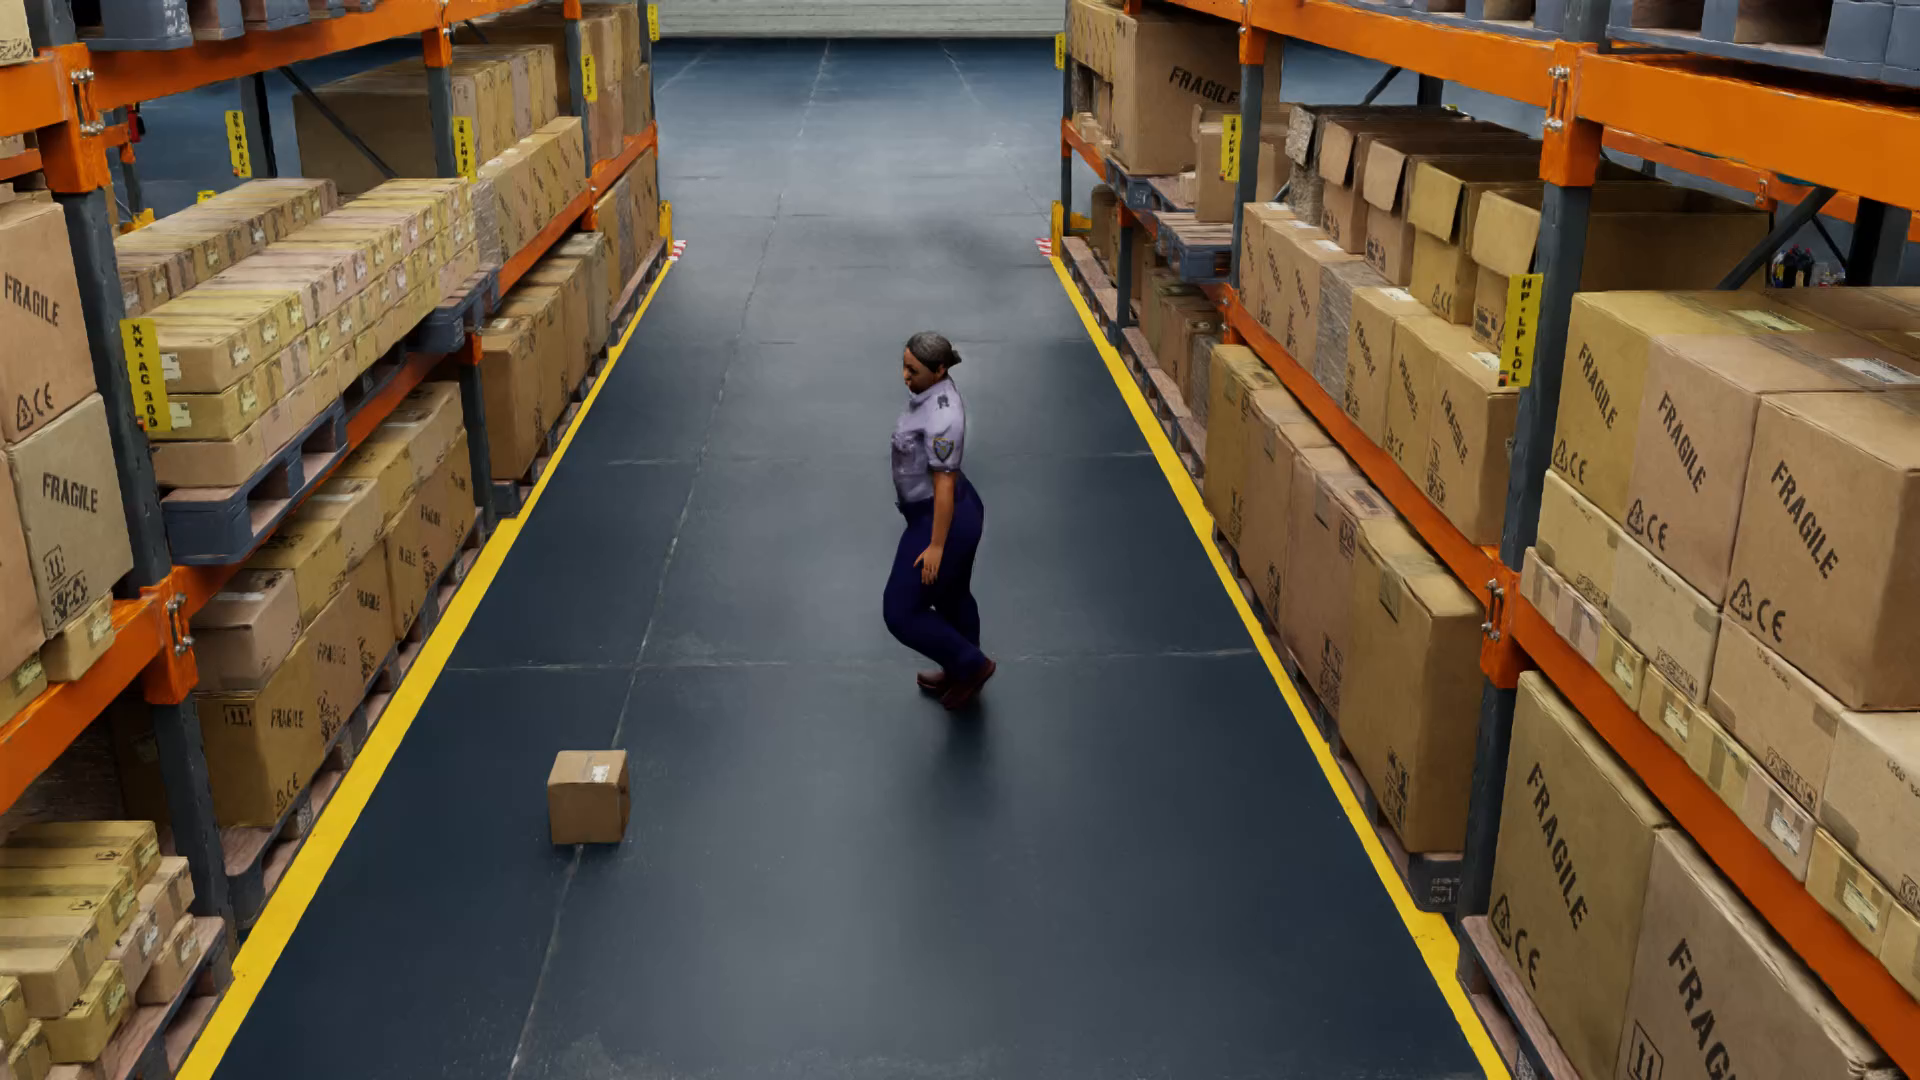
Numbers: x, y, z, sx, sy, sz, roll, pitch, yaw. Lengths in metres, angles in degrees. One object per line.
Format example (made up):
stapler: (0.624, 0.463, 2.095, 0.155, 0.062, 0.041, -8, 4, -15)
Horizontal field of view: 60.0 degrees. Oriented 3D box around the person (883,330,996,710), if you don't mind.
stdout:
person: (-0.082, -0.049, 6.698, 0.459, 1.620, 0.592, 0, 21, -1)
